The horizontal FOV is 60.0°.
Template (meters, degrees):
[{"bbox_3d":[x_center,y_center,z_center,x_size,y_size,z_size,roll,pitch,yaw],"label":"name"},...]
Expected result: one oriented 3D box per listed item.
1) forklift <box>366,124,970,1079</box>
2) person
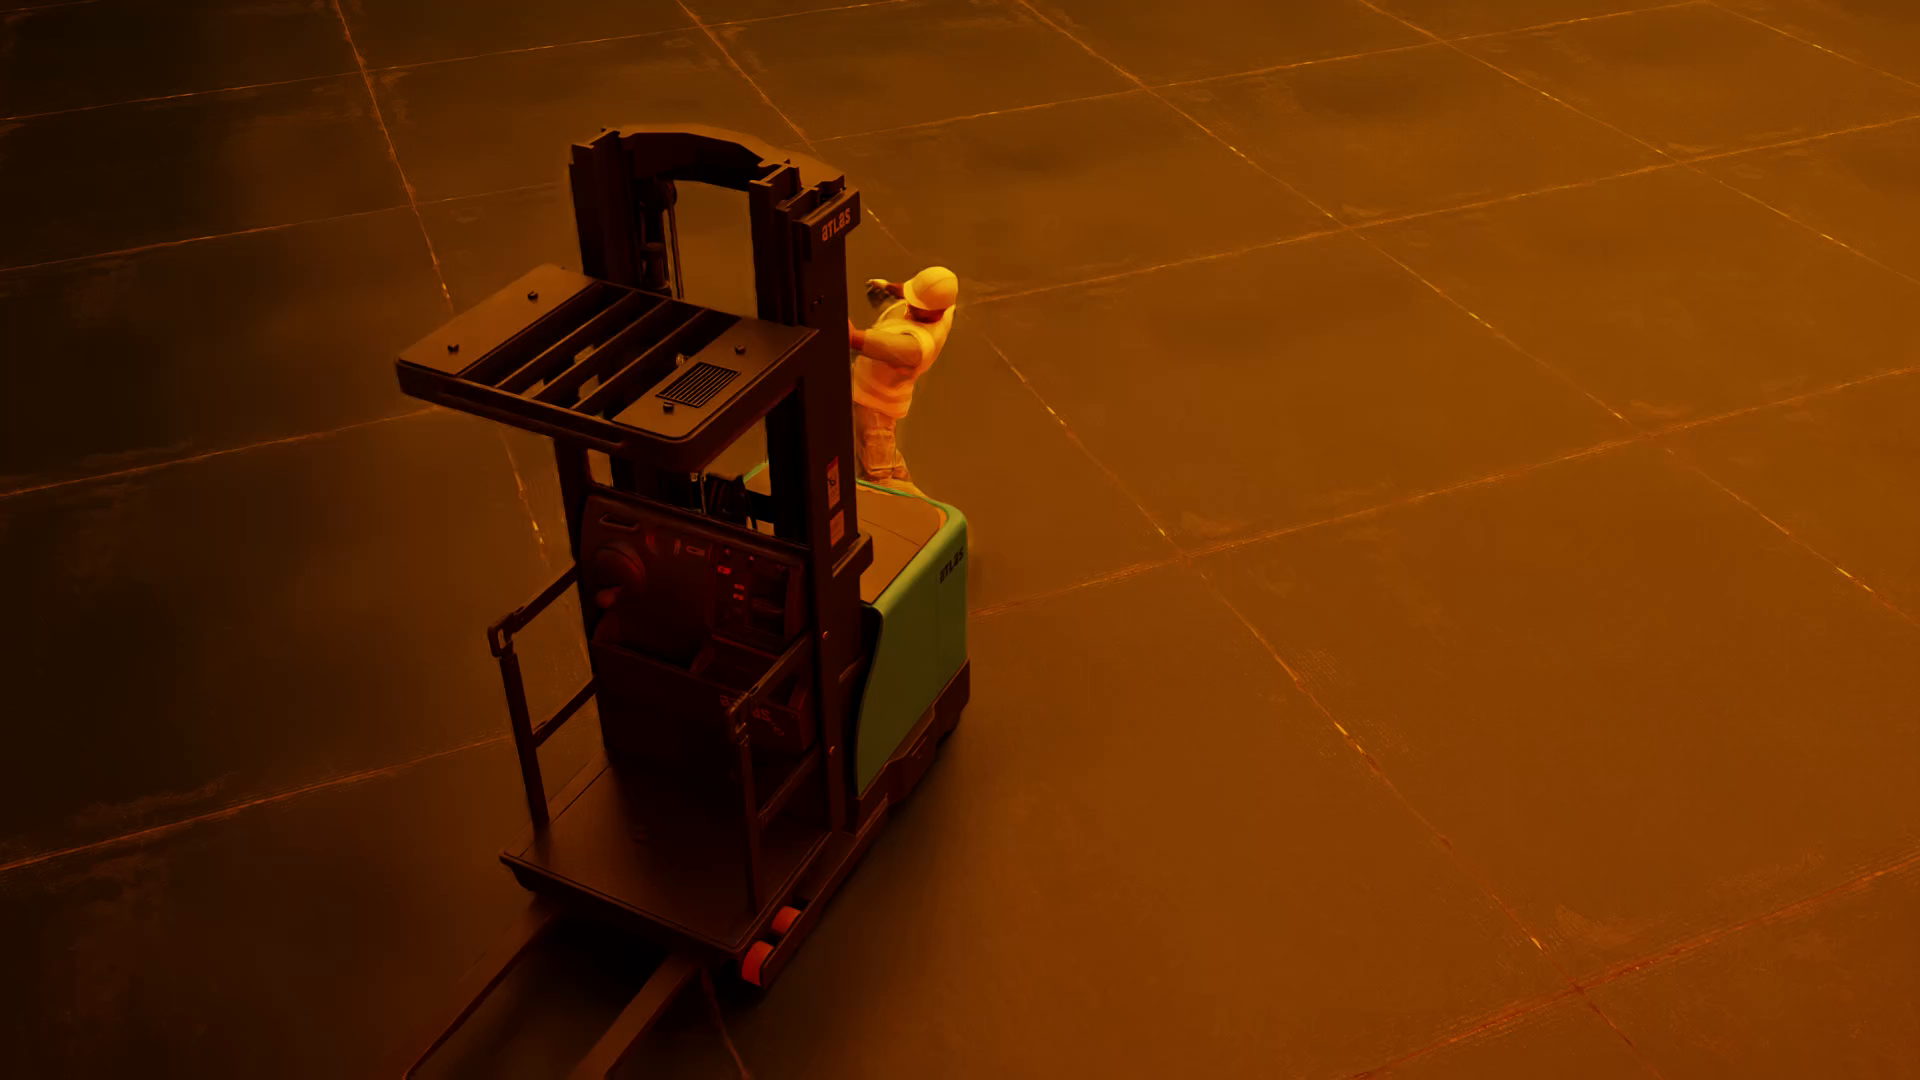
[{"bbox_3d":[-1.067,0.188,5.834,1.130,2.935,3.031,16,38,21],"label":"forklift"},{"bbox_3d":[-0.387,-0.804,8.396,0.786,1.539,1.078,-1,35,-2],"label":"person"}]
